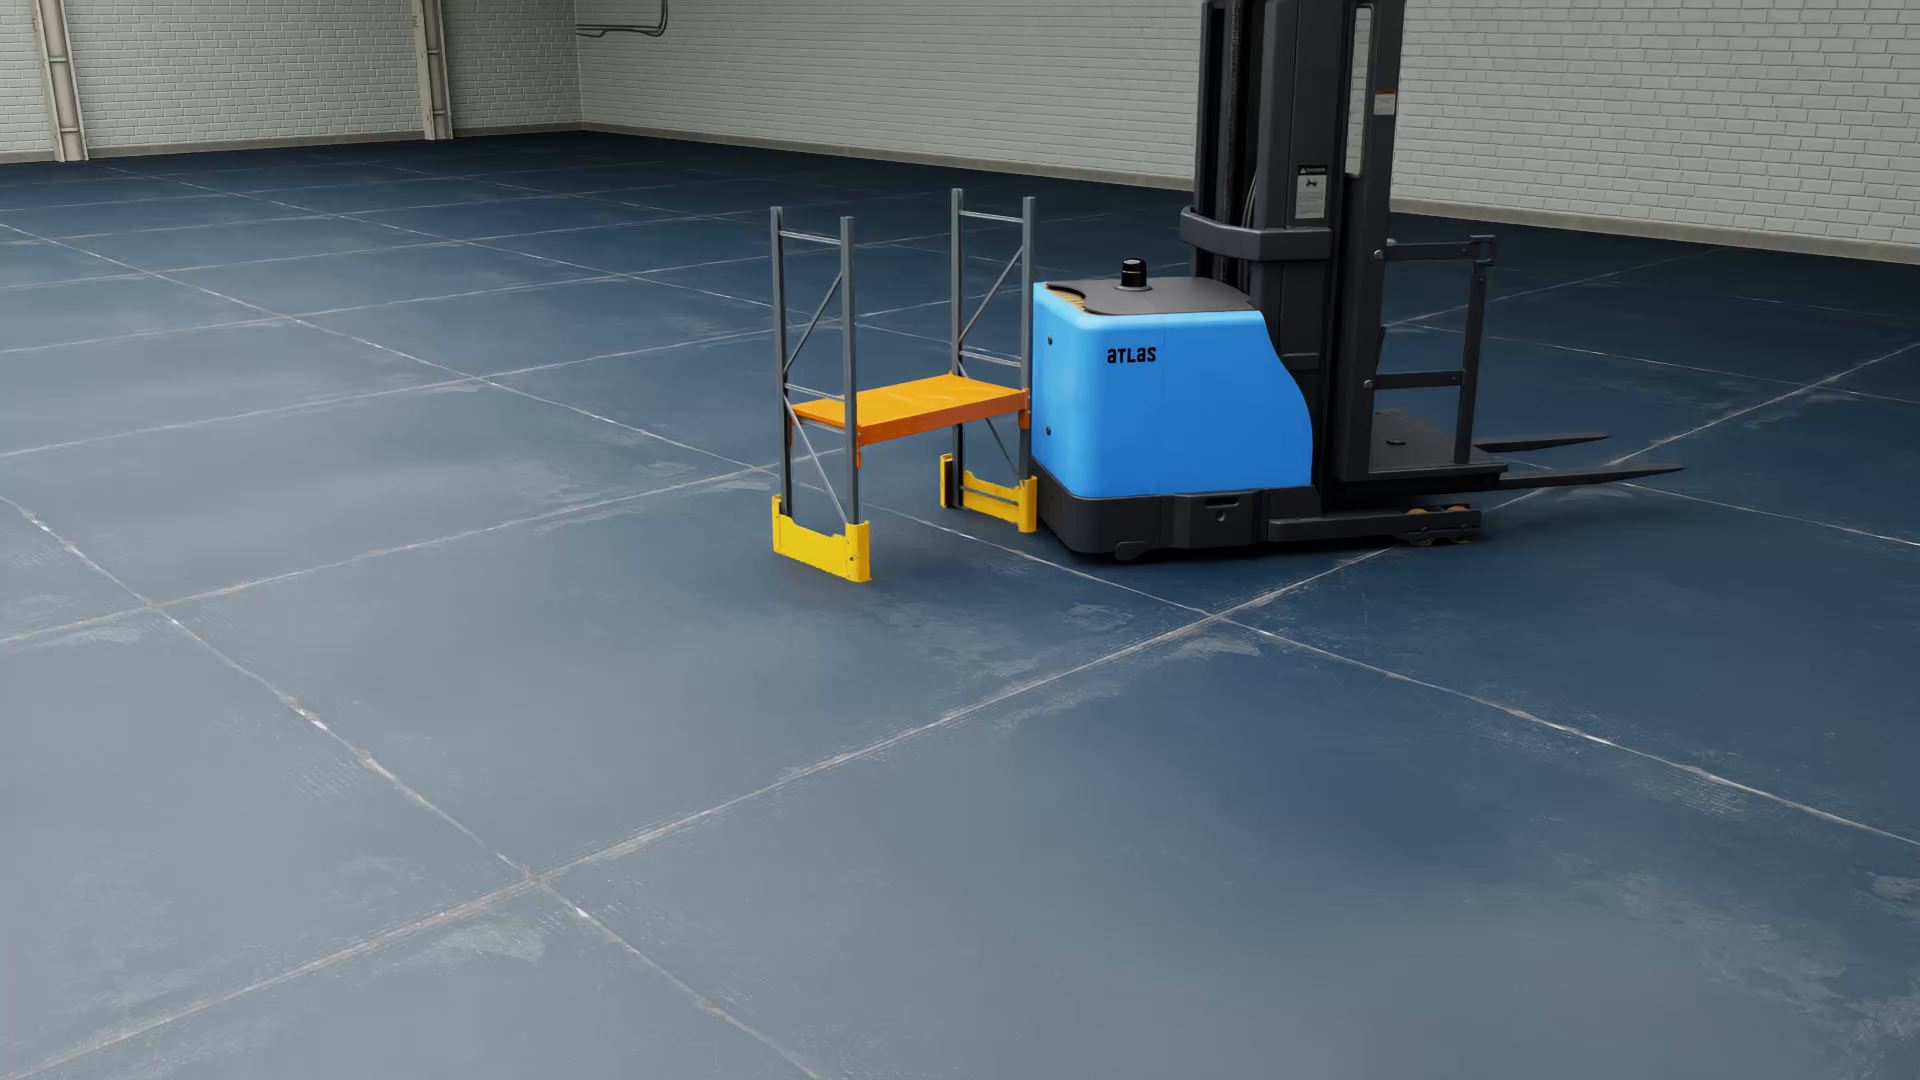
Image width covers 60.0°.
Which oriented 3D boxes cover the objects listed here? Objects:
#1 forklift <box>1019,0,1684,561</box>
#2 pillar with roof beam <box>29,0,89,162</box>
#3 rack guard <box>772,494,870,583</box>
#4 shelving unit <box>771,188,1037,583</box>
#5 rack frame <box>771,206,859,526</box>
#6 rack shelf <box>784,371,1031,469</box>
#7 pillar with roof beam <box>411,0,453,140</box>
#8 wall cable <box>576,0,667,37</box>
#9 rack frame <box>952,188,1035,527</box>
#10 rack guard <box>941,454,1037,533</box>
[{"bbox_3d":[1.853,-1.520,7.422,3.031,2.935,1.130,-4,18,-12],"label":"forklift"},{"bbox_3d":[-10.566,-9.100,20.962,0.400,9.000,9.100,-16,24,-41],"label":"pillar with roof beam"},{"bbox_3d":[-0.600,-0.012,7.117,0.087,0.250,0.587,-16,24,-40],"label":"rack guard"},{"bbox_3d":[-0.235,-0.711,7.247,1.083,1.500,0.587,-16,24,-40],"label":"shelving unit"},{"bbox_3d":[-0.600,-0.607,6.924,0.032,1.500,0.500,-16,24,-40],"label":"rack frame"},{"bbox_3d":[-0.228,-0.542,7.309,1.000,0.185,0.538,-16,24,-40],"label":"rack shelf"},{"bbox_3d":[-6.207,-10.372,24.883,0.400,9.000,9.100,-16,24,-41],"label":"pillar with roof beam"},{"bbox_3d":[-6.115,-10.187,29.349,0.112,2.526,3.097,-16,24,-41],"label":"wall cable"},{"bbox_3d":[0.144,-0.820,7.583,0.032,1.500,0.500,-16,24,-40],"label":"rack frame"},{"bbox_3d":[0.129,-0.222,7.763,0.087,0.250,0.587,-16,24,-40],"label":"rack guard"}]
